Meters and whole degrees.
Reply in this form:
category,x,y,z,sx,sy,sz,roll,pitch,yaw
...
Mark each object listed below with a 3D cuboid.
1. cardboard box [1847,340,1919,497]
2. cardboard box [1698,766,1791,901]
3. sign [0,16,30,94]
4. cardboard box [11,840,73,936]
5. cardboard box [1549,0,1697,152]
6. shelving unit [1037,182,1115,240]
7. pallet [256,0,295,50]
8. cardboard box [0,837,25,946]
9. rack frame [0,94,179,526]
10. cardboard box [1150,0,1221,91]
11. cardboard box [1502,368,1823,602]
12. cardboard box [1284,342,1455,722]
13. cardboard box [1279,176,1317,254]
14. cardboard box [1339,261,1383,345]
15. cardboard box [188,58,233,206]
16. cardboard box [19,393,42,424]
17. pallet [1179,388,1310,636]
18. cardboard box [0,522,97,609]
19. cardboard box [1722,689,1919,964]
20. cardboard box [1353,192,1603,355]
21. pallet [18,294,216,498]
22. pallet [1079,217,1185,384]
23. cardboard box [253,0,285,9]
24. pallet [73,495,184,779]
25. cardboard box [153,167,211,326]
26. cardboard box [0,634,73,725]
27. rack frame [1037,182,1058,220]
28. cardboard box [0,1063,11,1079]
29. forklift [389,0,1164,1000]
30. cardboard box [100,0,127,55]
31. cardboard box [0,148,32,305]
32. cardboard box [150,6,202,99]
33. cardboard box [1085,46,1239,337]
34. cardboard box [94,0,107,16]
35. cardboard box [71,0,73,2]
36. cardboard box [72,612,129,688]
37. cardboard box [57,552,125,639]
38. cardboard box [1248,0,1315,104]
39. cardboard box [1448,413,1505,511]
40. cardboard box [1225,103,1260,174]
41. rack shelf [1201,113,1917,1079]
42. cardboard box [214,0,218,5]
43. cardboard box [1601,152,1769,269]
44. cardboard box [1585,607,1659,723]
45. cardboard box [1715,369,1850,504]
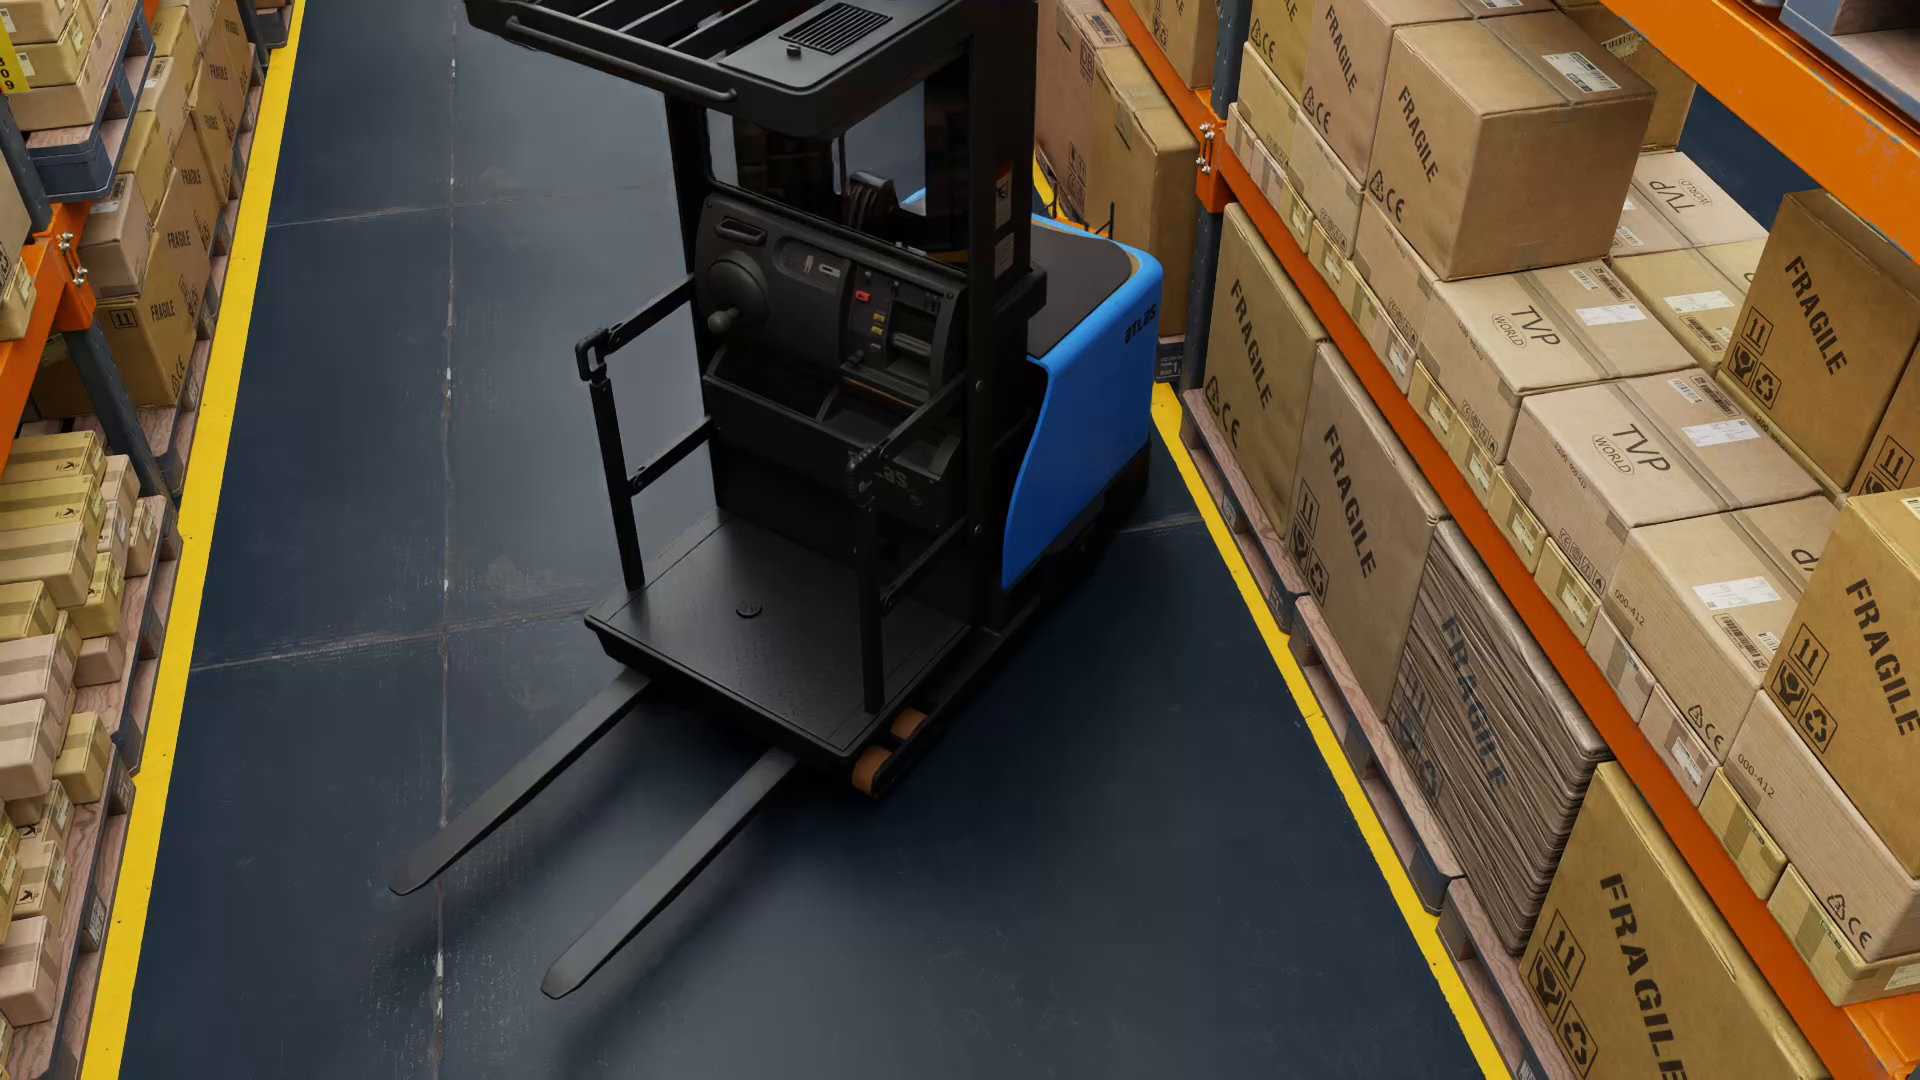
category,x,y,z,sx,sy,sz,roll,pitch,yaw
cardboard box,2.323,-0.162,3.497,0.500,0.500,0.500,-9,42,-10
cardboard box,1.814,0.590,3.516,0.380,0.149,0.250,-8,42,-9
sign,-2.929,-1.507,5.036,0.100,0.325,0.005,-8,42,-9
cardboard box,-2.742,1.016,4.678,0.380,0.149,0.250,-8,42,-9
cardboard box,1.872,-1.496,5.000,0.500,0.500,0.500,-8,42,-9
shelving unit,0.404,-0.831,6.395,0.252,1.050,0.215,24,47,25
pallet,-4.418,-3.172,9.664,1.003,0.211,1.213,-8,42,-9
cardboard box,-2.679,0.941,4.314,0.380,0.149,0.250,-8,42,-9
rack frame,-3.458,-1.100,5.230,1.000,3.000,0.127,-8,42,-9
cardboard box,1.040,-2.047,6.221,0.500,0.500,0.500,-8,42,-9
cardboard box,1.688,-0.143,4.040,0.500,0.250,0.500,-10,43,-11
cardboard box,1.666,-0.085,5.371,0.875,0.875,0.875,-8,42,-9
cardboard box,1.261,-1.071,5.386,0.380,0.149,0.250,-7,42,-8
cardboard box,1.374,-0.735,5.008,0.380,0.149,0.250,-9,42,-10
cardboard box,-3.685,-1.849,7.640,0.500,0.500,0.500,-10,43,-11
cardboard box,-3.863,-0.766,6.420,0.500,0.500,0.500,-9,42,-10
pallet,1.495,-0.198,6.314,1.003,0.211,1.213,-8,42,-9
cardboard box,-2.972,0.100,5.261,0.380,0.149,0.250,-9,42,-10
cardboard box,1.907,0.516,3.298,0.500,0.250,0.500,-9,42,-10
cardboard box,1.473,-0.800,4.781,0.500,0.250,0.500,-7,42,-8
pallet,-3.627,-0.562,6.724,1.003,0.211,1.213,-8,42,-9
pallet,1.167,-1.192,7.434,1.003,0.211,1.213,-8,42,-9
cardboard box,-4.365,-3.416,9.217,1.050,0.750,0.750,-9,42,-10
pallet,-3.278,0.373,5.671,1.003,0.211,1.213,-8,42,-9
cardboard box,-3.474,-1.182,6.889,0.500,0.500,0.500,-7,42,-7
cardboard box,-2.844,0.442,4.876,0.380,0.149,0.250,-10,43,-11
rack frame,0.303,-0.876,6.446,0.008,1.050,0.200,24,47,25
cardboard box,-2.549,1.401,4.020,0.380,0.149,0.250,-7,42,-8
forklift,-0.524,-0.638,4.761,1.130,2.935,3.031,24,47,25
cardboard box,-3.209,-1.826,5.920,0.380,0.149,0.250,-8,42,-9
cardboard box,-3.077,-0.976,4.790,0.500,0.500,0.500,-8,42,-9
cardboard box,-3.703,-2.132,7.394,0.500,0.250,0.500,-7,42,-8
cardboard box,1.250,-1.520,6.987,1.225,0.875,0.875,-8,42,-9
cardboard box,-3.208,-1.931,5.814,0.380,0.149,0.250,-7,42,-8
cardboard box,-3.160,-1.887,5.541,0.380,0.149,0.250,-7,42,-8
cardboard box,-2.946,0.357,5.420,0.380,0.149,0.250,-10,43,-11
cardboard box,-2.934,0.201,5.371,0.380,0.149,0.250,-10,43,-11
cardboard box,1.261,-1.734,5.268,0.500,0.500,0.500,-8,42,-9
cardboard box,1.543,-0.233,4.442,0.380,0.149,0.250,-8,42,-8
cardboard box,1.146,-1.412,5.770,0.380,0.149,0.250,-8,42,-9
rack shelf,1.839,-0.180,4.735,1.077,0.370,4.000,-8,42,-9
cardboard box,-3.917,-2.790,8.135,0.500,0.250,0.500,-9,42,-10
cardboard box,1.983,-0.886,4.877,0.500,0.250,0.500,-8,42,-8
cardboard box,1.708,0.264,3.882,0.380,0.149,0.250,-8,42,-9
cardboard box,2.207,-0.220,4.127,0.500,0.250,0.500,-10,43,-11
